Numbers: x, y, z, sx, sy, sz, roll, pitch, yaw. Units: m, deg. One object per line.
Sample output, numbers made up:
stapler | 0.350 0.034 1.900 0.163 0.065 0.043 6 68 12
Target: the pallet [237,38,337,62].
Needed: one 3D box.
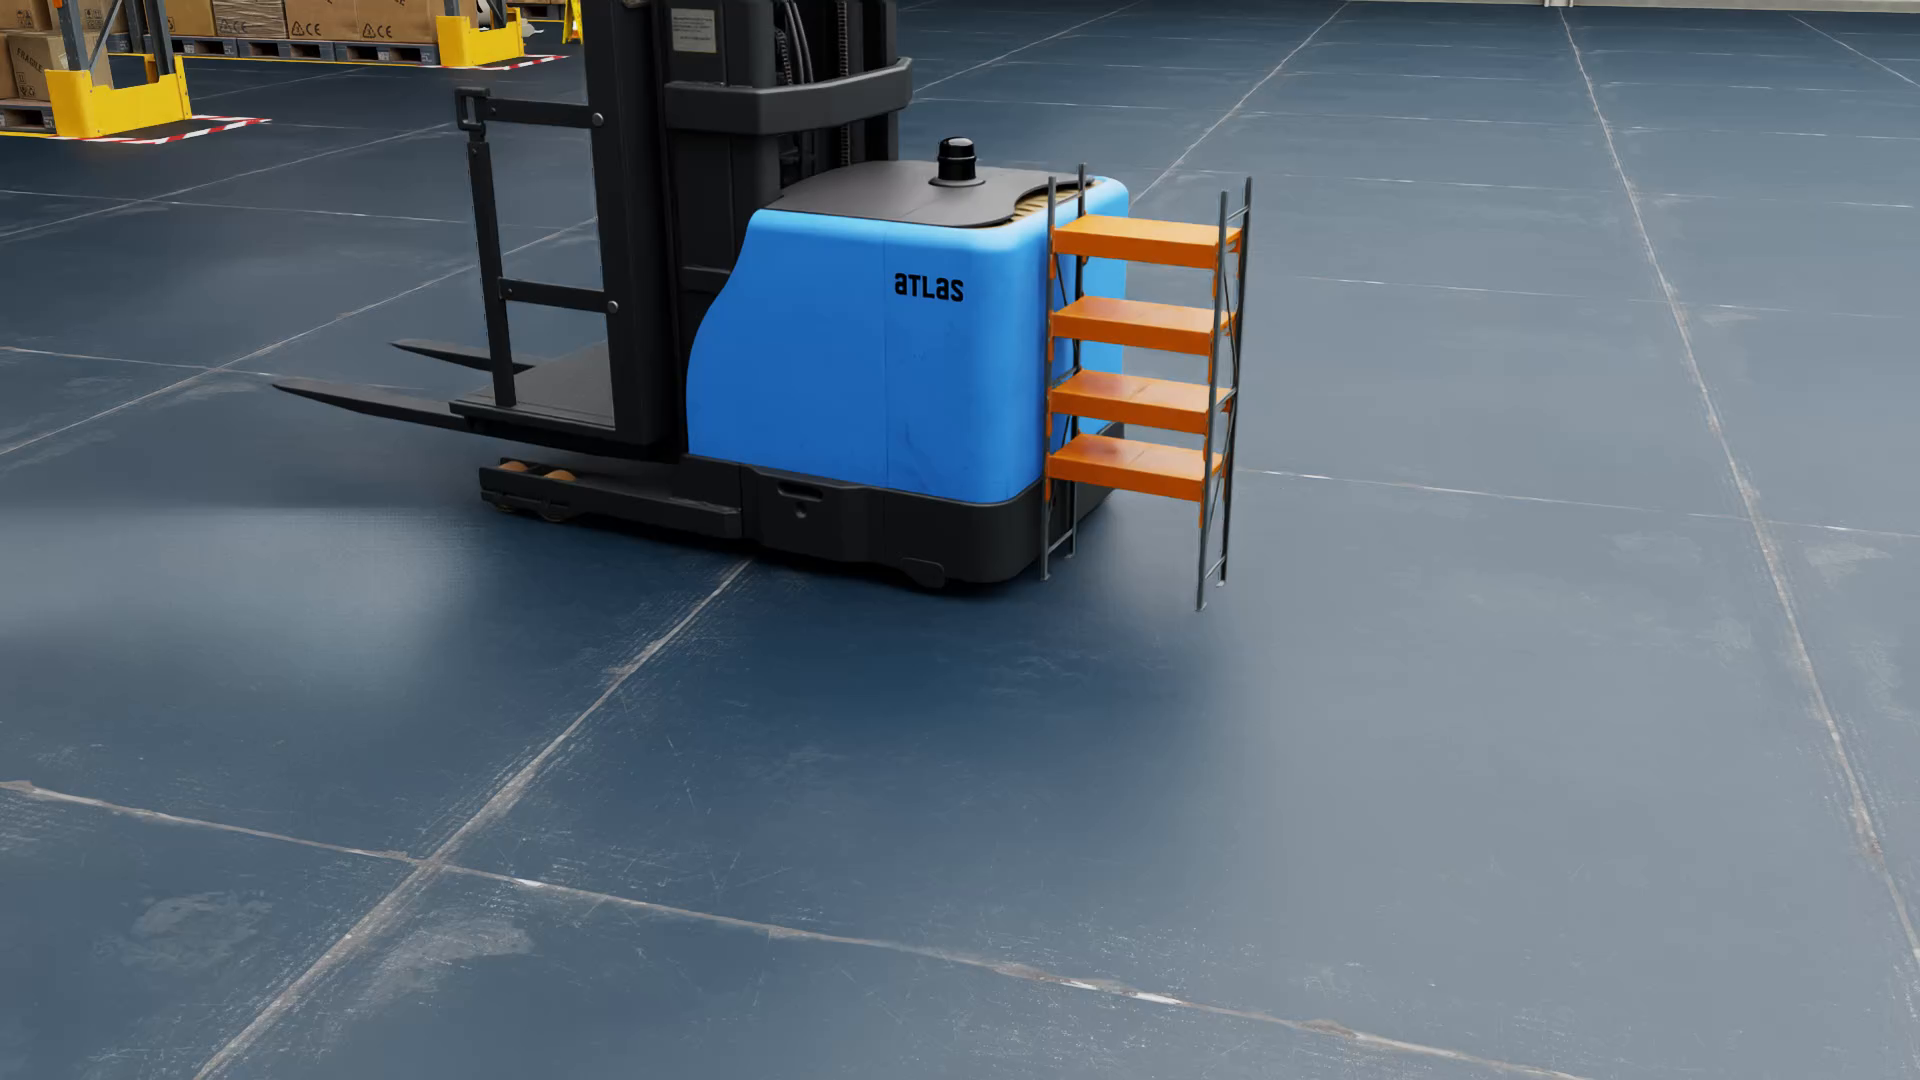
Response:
pallet | -7.050 -5.400 18.155 1.213 0.211 1.003 7 23 15

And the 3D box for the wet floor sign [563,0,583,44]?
wet floor sign | -4.498 -6.123 19.347 0.232 0.644 0.267 3 22 6

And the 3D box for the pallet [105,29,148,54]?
pallet | -9.688 -5.702 18.892 1.213 0.211 1.003 7 23 16

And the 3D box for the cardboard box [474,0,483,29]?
cardboard box | -6.178 -6.423 20.266 0.637 0.503 0.797 -9 24 -21

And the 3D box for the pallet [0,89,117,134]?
pallet | -7.468 -3.525 13.586 1.213 0.211 1.003 7 23 16

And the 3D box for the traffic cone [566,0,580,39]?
traffic cone | -4.544 -6.270 19.945 0.334 0.463 0.336 7 23 16

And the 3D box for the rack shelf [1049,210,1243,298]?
rack shelf | 0.518 -0.794 4.590 0.480 0.148 0.258 11 25 24

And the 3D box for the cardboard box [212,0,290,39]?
cardboard box | -7.481 -5.954 18.079 0.875 0.875 0.875 7 23 16

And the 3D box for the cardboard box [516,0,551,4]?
cardboard box | -5.612 -7.334 22.266 0.500 0.250 0.500 6 23 14

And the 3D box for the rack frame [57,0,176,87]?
rack frame | -6.627 -4.705 12.788 0.127 3.000 1.000 7 23 16

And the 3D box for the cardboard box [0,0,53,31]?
cardboard box | -10.470 -6.230 18.918 0.750 0.750 1.050 7 23 15

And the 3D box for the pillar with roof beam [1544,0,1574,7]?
pillar with roof beam | 7.504 -10.409 18.789 0.400 9.000 9.100 7 23 16

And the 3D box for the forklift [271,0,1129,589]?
forklift | -1.012 -1.582 5.264 3.031 2.935 1.130 11 25 24

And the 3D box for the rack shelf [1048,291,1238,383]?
rack shelf | 0.518 -0.575 4.679 0.480 0.148 0.258 11 25 24

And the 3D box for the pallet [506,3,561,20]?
pallet | -5.769 -7.260 22.691 1.213 0.211 1.003 7 23 16

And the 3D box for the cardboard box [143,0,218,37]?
cardboard box | -8.345 -6.051 18.316 0.875 0.875 0.875 7 23 16

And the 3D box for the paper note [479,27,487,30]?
paper note | -6.015 -6.455 20.980 0.142 0.019 0.148 16 27 34

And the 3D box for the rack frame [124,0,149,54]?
rack frame | -8.927 -6.934 18.223 0.127 3.000 1.000 7 23 16

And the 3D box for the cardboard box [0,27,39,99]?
cardboard box | -7.802 -3.870 13.493 0.500 0.500 0.500 13 26 29

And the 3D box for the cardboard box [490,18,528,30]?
cardboard box | -5.602 -6.396 20.667 0.380 0.149 0.250 -20 29 -39

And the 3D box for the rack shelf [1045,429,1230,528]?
rack shelf | 0.518 -0.185 4.840 0.480 0.148 0.258 11 25 24

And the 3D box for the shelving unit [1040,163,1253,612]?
shelving unit | 0.518 -0.431 4.739 0.503 1.200 0.258 11 25 24

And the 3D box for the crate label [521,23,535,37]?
crate label | -5.315 -6.183 20.162 0.298 0.136 0.250 -5 23 -12

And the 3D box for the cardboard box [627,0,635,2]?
cardboard box | -4.639 -7.221 21.992 0.500 0.250 0.500 6 23 15

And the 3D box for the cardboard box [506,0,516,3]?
cardboard box | -6.084 -7.392 22.408 0.500 0.250 0.500 6 23 15

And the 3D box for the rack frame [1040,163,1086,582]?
rack frame | 0.298 -0.471 4.838 0.015 1.200 0.240 11 25 24

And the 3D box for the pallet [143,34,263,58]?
pallet | -8.222 -5.533 18.480 1.213 0.211 1.003 7 23 15

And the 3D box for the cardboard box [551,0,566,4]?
cardboard box | -5.110 -7.278 22.131 0.500 0.250 0.500 7 23 16

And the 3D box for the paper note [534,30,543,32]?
paper note | -5.245 -6.312 20.618 0.142 0.019 0.148 -1 22 -3

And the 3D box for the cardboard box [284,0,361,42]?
cardboard box | -6.609 -5.853 17.833 0.875 0.875 0.875 6 23 15

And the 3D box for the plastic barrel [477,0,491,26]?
plastic barrel | -6.179 -6.790 21.265 0.512 0.421 0.421 -14 26 -30

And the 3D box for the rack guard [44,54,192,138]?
rack guard | -6.700 -3.557 13.282 0.348 0.500 1.175 7 23 16

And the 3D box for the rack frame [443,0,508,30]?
rack frame | -5.098 -6.496 17.154 0.127 3.000 1.000 7 23 16

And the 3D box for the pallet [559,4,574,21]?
pallet | -4.605 -7.126 22.363 1.213 0.211 1.003 7 23 16

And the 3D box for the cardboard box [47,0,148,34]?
cardboard box | -9.548 -6.123 18.656 0.750 0.750 1.050 6 23 15

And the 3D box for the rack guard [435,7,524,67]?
rack guard | -5.075 -5.337 17.622 0.348 0.500 1.175 7 23 16

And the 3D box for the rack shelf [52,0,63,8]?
rack shelf | -8.542 -4.591 13.459 4.000 0.370 1.077 7 23 16

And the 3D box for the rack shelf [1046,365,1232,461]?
rack shelf | 0.518 -0.368 4.764 0.480 0.148 0.258 11 25 24

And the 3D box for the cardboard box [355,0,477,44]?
cardboard box | -5.766 -5.758 17.600 0.875 0.875 0.875 7 23 16

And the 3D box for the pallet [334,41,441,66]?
pallet | -5.886 -5.265 17.828 1.213 0.211 1.003 7 23 15

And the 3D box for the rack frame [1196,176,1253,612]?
rack frame | 0.737 -0.390 4.640 0.015 1.200 0.240 11 25 24

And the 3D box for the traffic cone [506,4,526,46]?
traffic cone | -5.196 -5.896 19.035 0.334 0.463 0.336 7 23 16

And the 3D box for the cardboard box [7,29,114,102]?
cardboard box | -7.220 -3.817 13.364 0.500 0.500 0.500 11 25 25
